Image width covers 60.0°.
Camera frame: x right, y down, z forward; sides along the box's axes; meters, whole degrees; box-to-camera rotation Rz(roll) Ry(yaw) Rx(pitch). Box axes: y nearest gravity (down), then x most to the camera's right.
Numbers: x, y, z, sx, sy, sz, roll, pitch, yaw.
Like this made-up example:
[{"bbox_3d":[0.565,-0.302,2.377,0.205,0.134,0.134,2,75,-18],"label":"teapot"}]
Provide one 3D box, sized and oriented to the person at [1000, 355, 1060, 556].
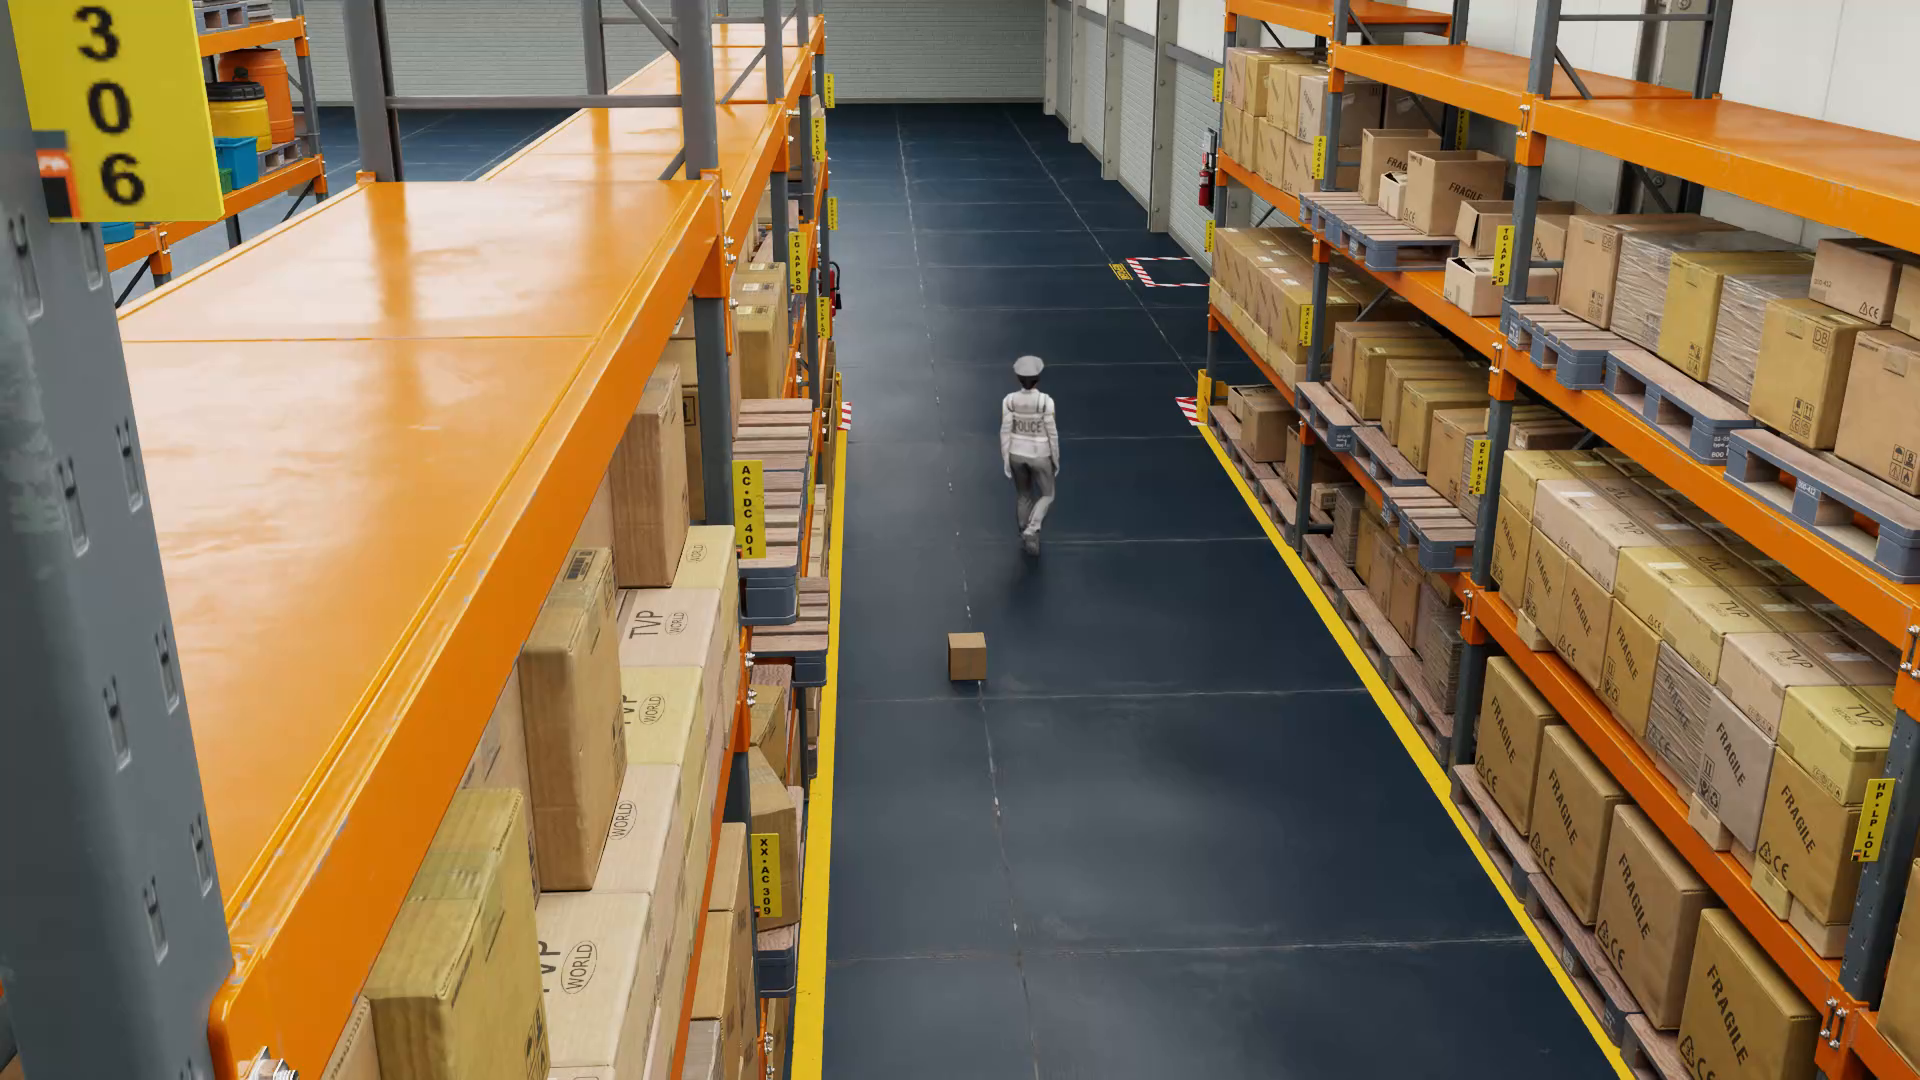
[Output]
[{"bbox_3d":[0.563,-0.676,13.598,0.485,1.671,0.664,7,22,18],"label":"person"}]
